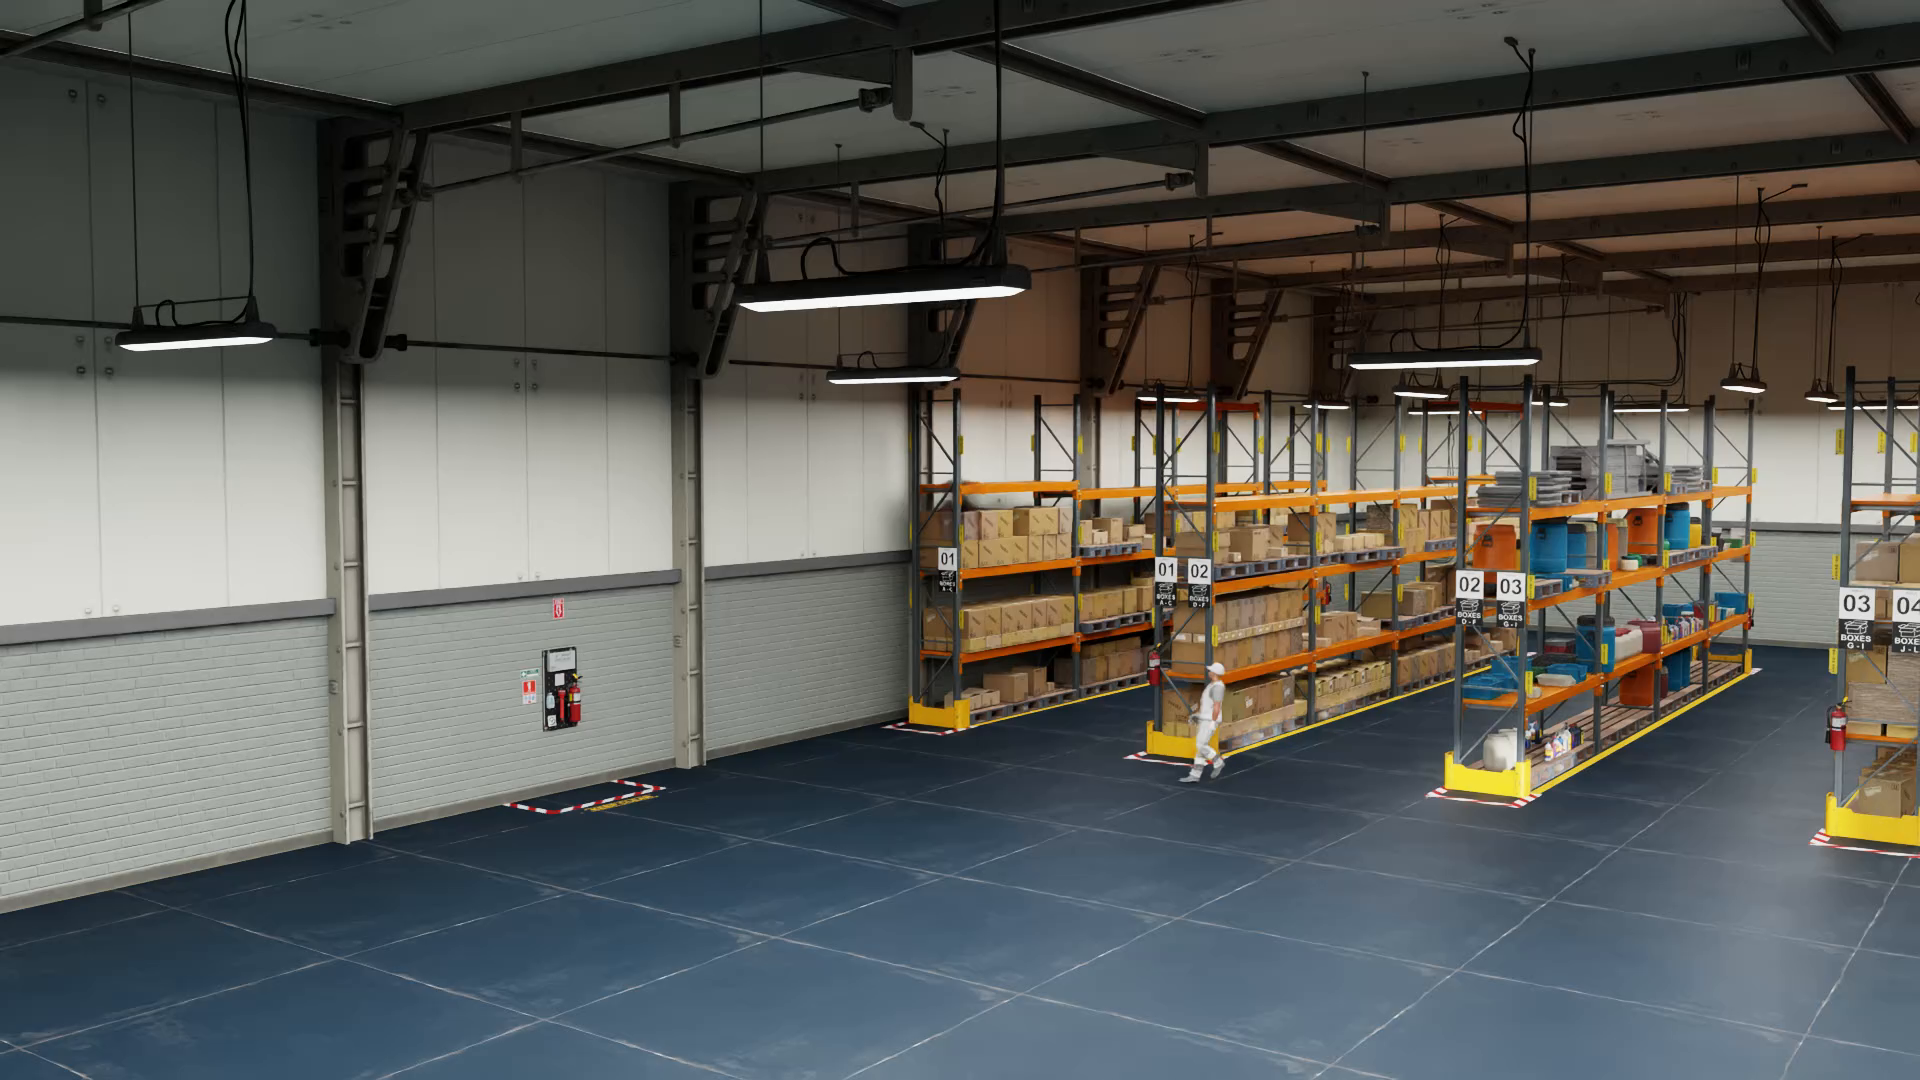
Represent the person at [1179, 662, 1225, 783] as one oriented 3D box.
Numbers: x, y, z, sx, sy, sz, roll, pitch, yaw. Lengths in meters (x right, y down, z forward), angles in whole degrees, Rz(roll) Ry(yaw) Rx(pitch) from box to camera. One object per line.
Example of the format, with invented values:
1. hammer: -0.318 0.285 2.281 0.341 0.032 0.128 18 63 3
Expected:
1. person: 3.594 2.705 24.676 0.664 1.776 0.629 -1 3 -11
